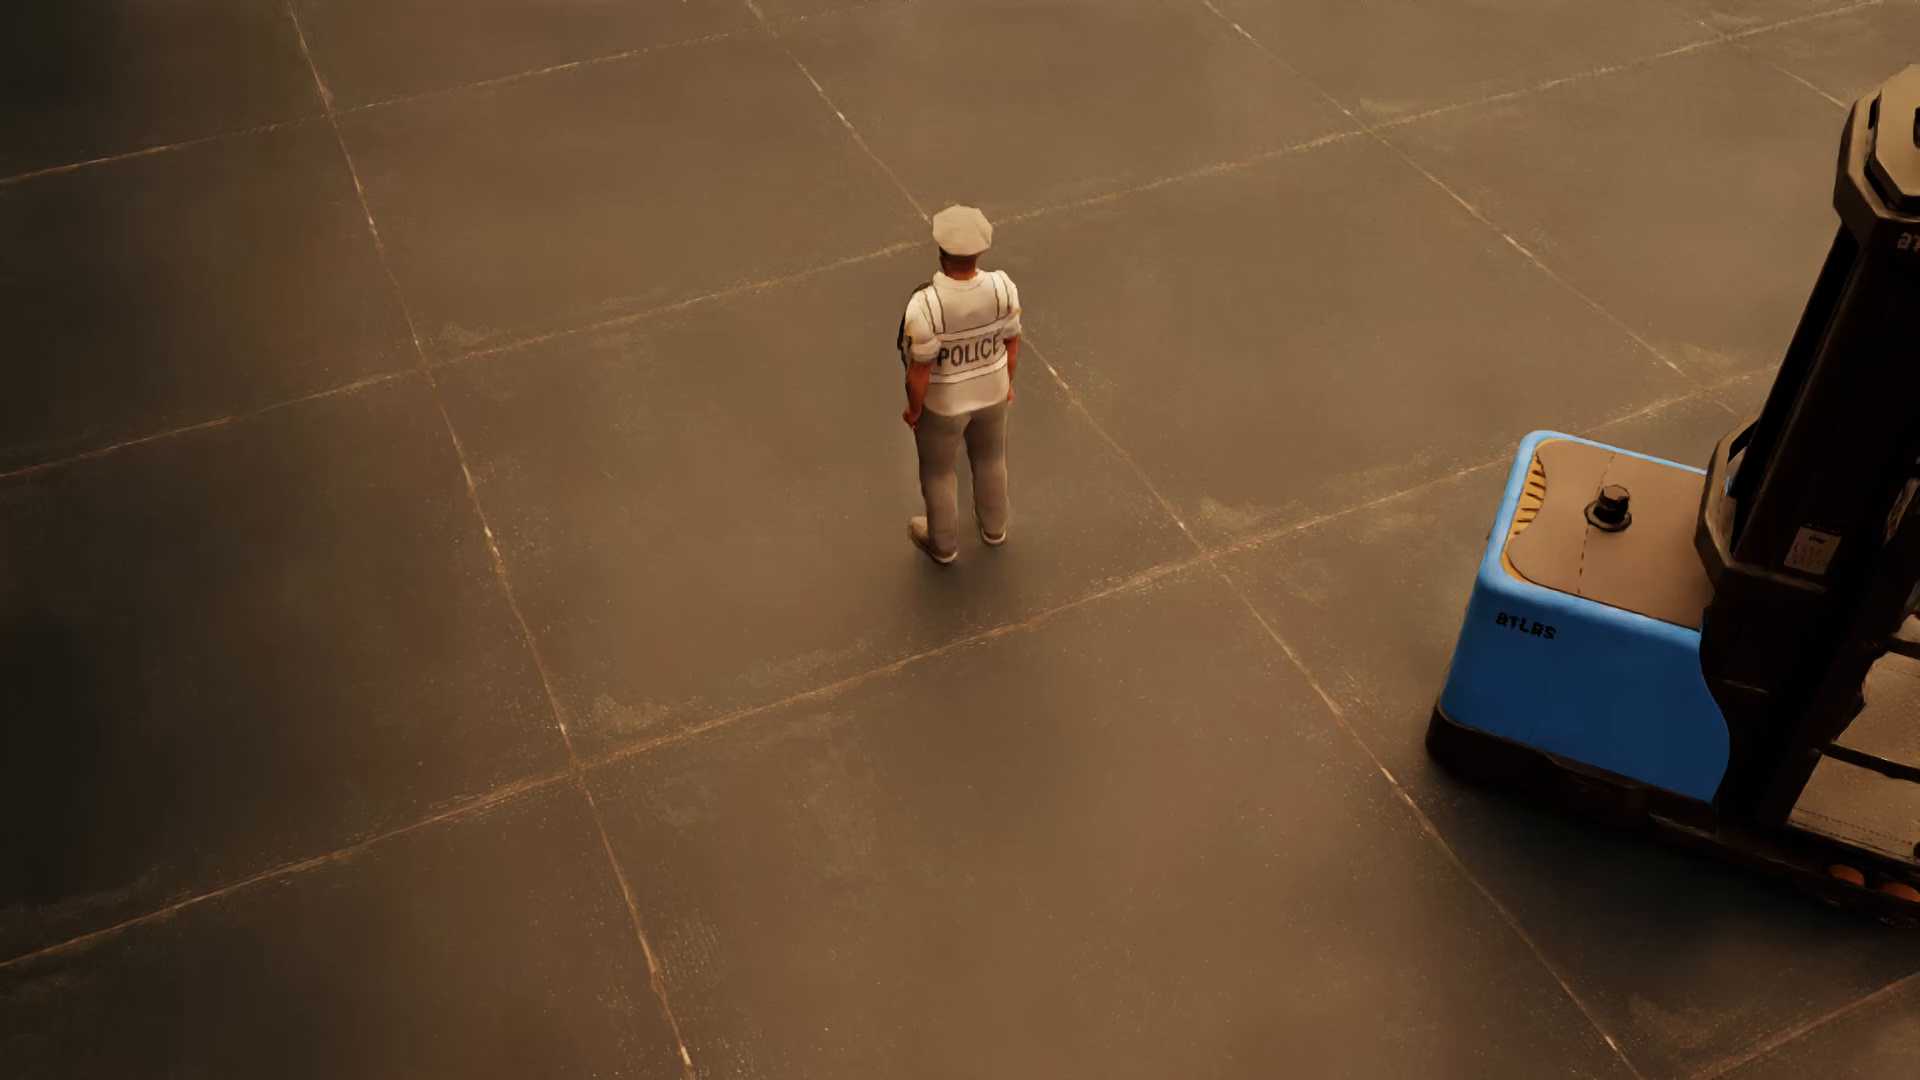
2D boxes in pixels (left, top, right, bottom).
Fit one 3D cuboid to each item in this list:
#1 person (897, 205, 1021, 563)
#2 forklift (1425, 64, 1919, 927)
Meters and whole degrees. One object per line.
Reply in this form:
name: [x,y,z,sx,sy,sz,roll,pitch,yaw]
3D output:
person: [-0.007,-0.657,7.235,0.523,1.773,0.396,-18,46,-18]
forklift: [3.471,-0.038,5.720,3.031,2.935,1.130,17,46,18]
